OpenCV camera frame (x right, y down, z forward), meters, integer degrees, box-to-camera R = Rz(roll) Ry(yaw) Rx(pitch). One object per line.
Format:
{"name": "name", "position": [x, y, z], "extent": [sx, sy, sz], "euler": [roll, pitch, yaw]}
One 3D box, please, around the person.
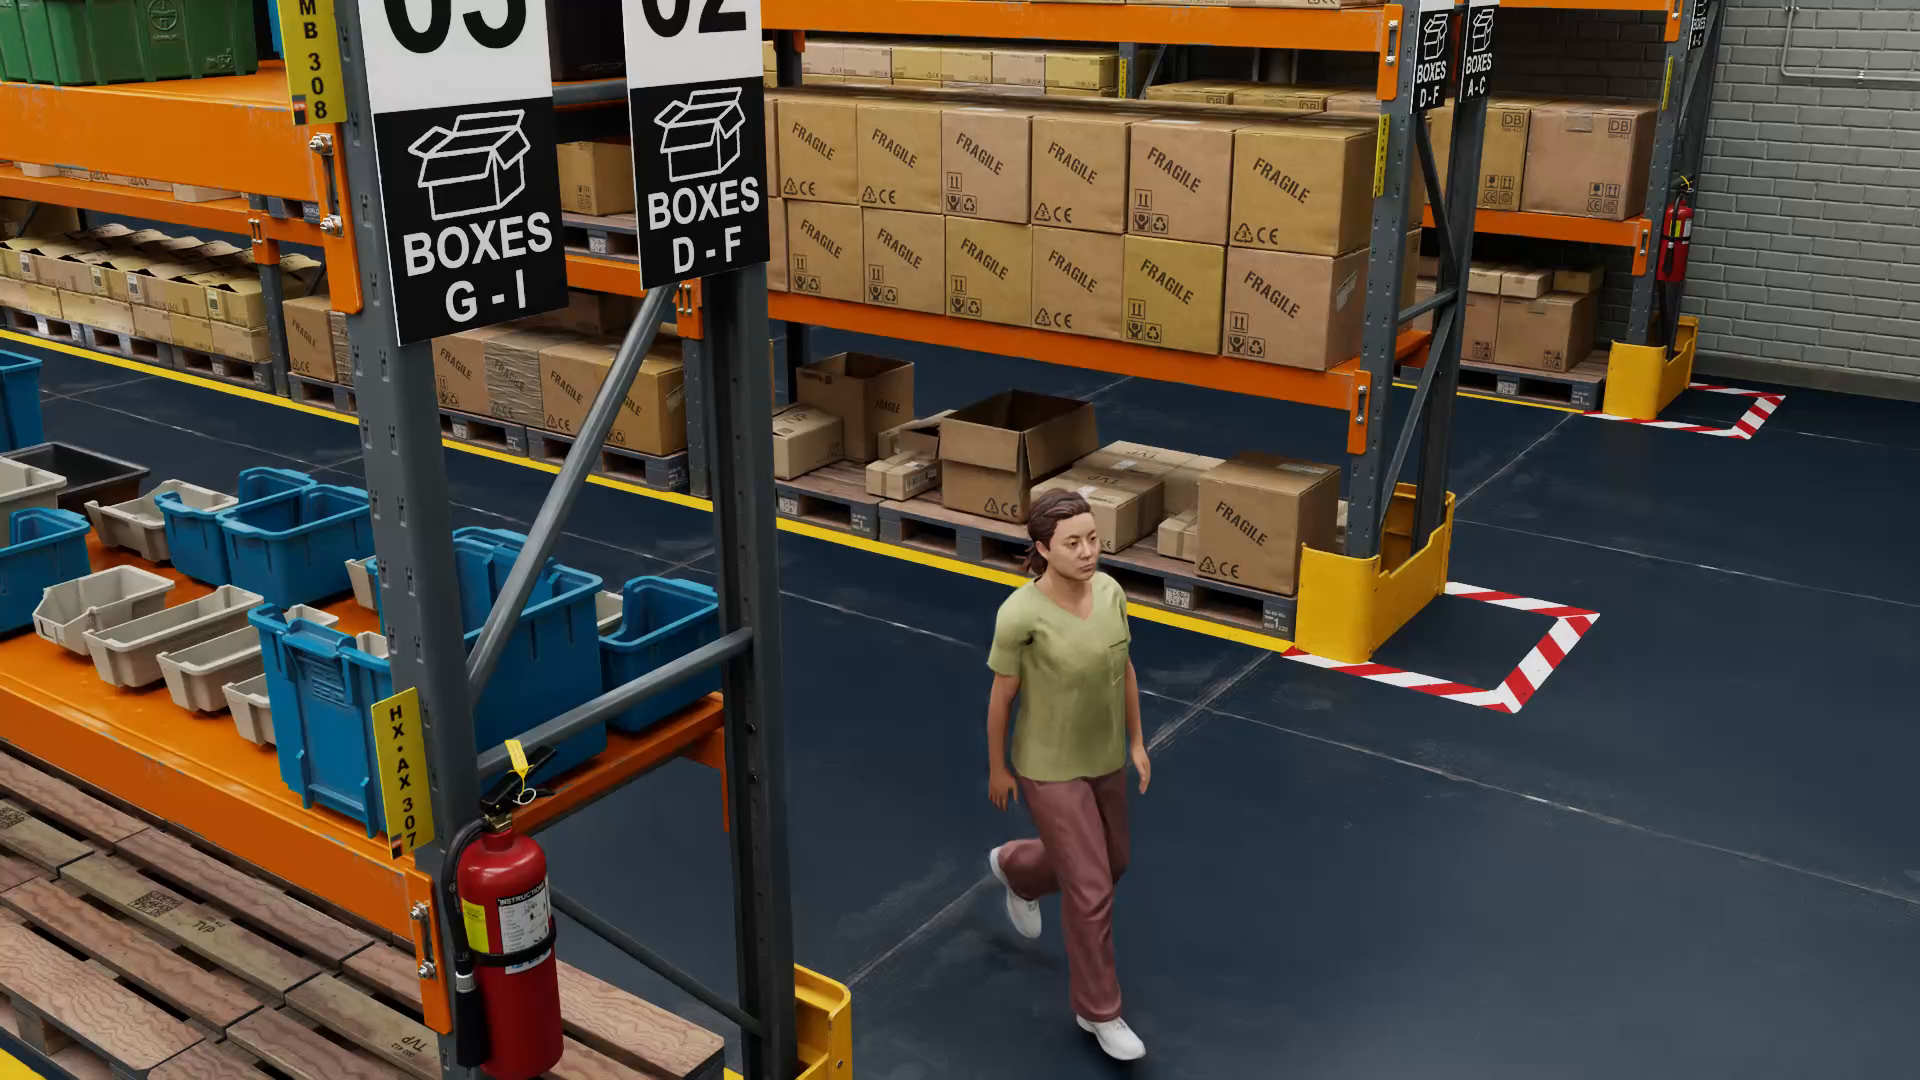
{"name": "person", "position": [0.299, 0.624, 4.824], "extent": [0.474, 1.639, 0.834], "euler": [-14, 24, -34]}
